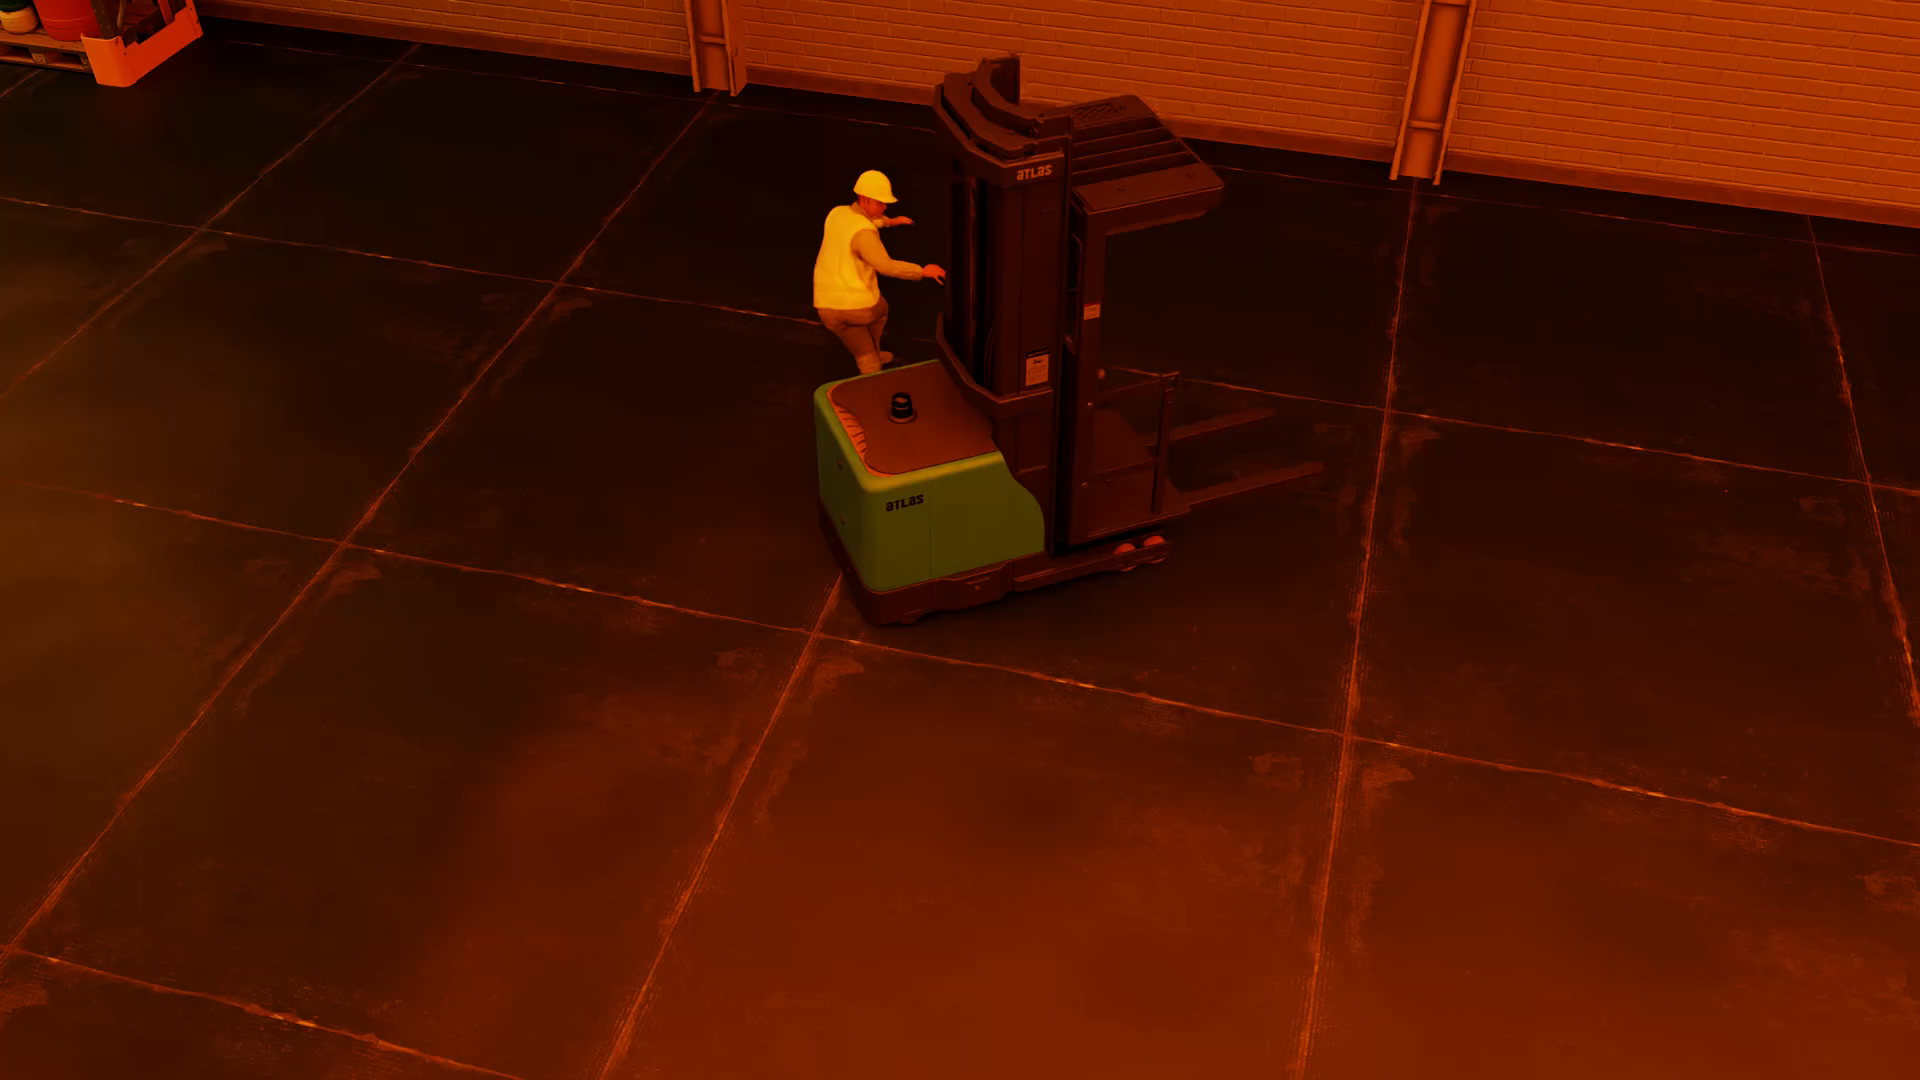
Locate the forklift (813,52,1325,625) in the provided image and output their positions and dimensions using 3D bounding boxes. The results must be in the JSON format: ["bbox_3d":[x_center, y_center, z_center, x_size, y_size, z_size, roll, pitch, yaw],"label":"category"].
[{"bbox_3d":[0.721,-1.229,9.263,3.031,2.935,1.130,-14,43,-16],"label":"forklift"}]

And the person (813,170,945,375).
[{"bbox_3d":[-0.449,-1.647,10.815,0.909,1.561,1.069,19,45,21],"label":"person"}]
